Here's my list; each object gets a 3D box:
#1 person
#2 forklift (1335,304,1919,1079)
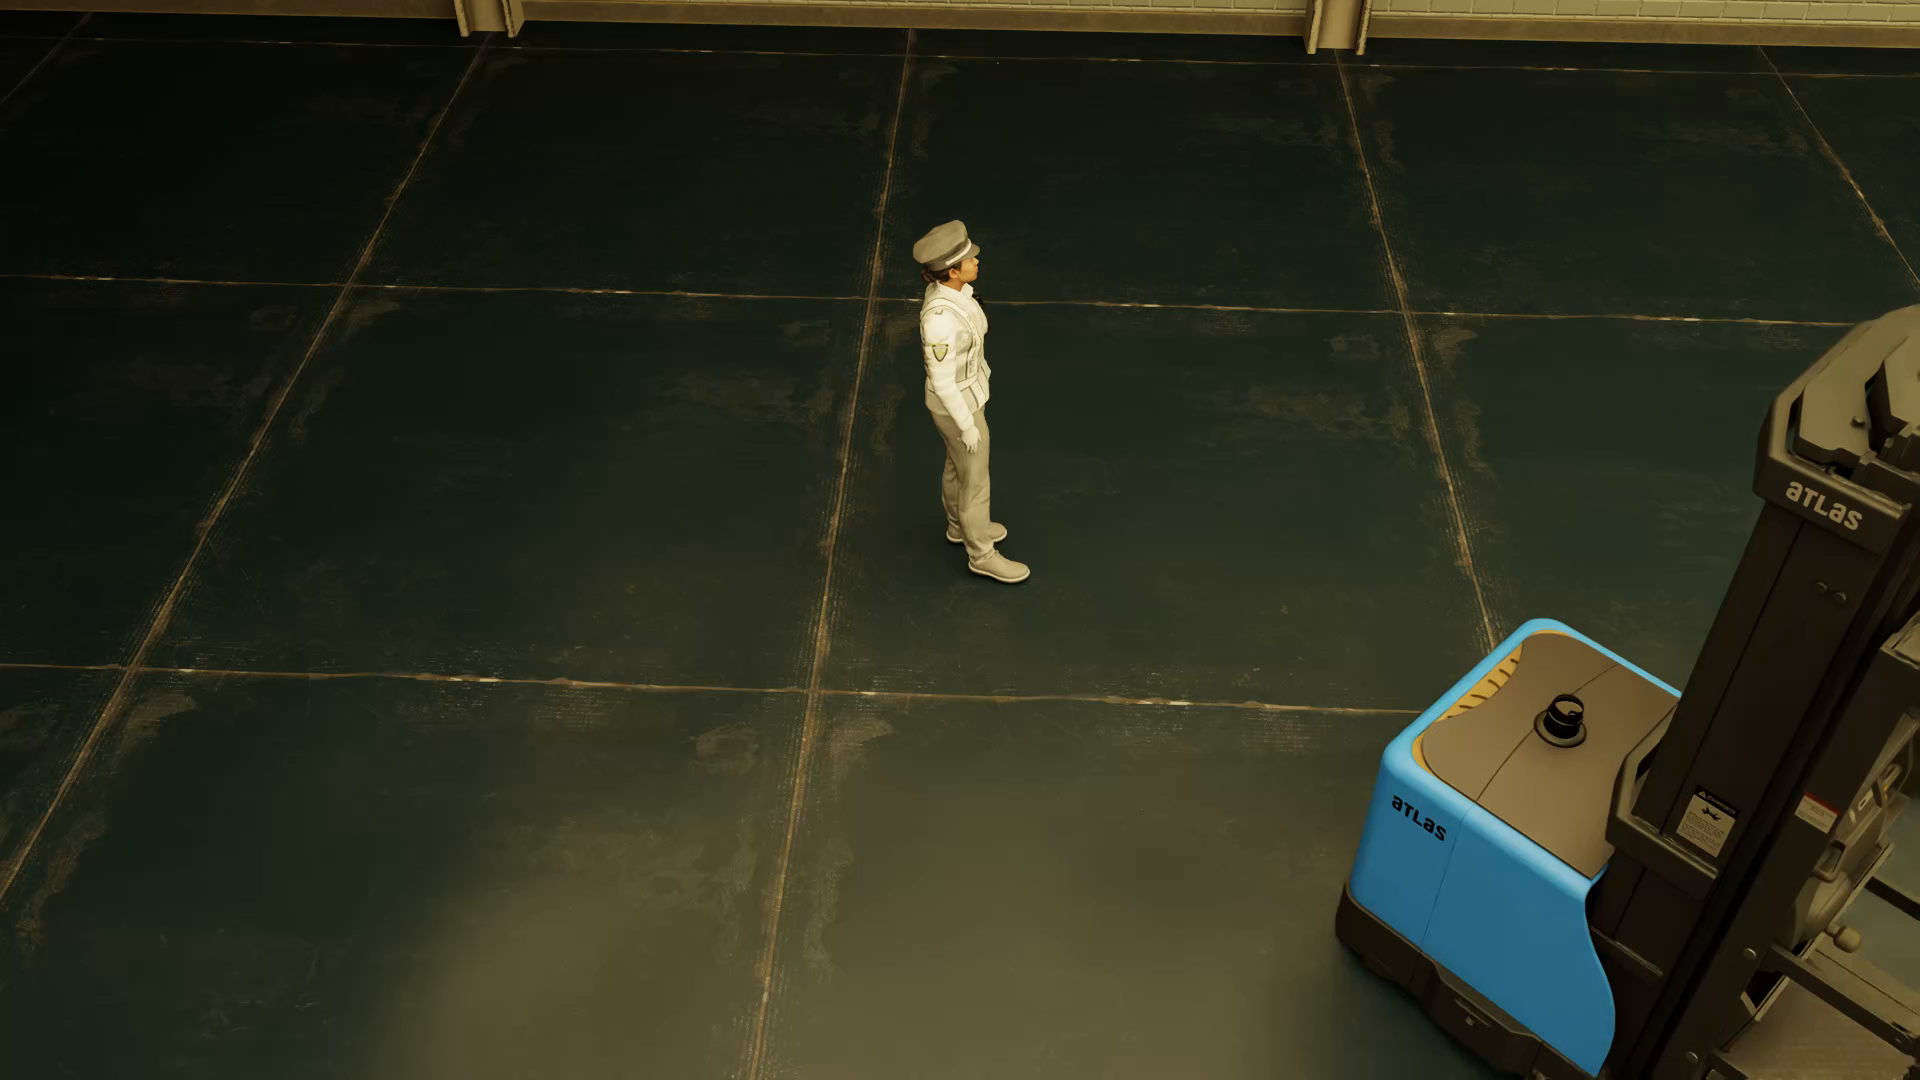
[{"bbox_3d":[0.068,-0.625,7.333,0.531,1.695,0.588,2,42,2],"label":"person"},{"bbox_3d":[2.785,0.912,4.743,1.130,2.935,3.031,-33,52,-31],"label":"forklift"}]
